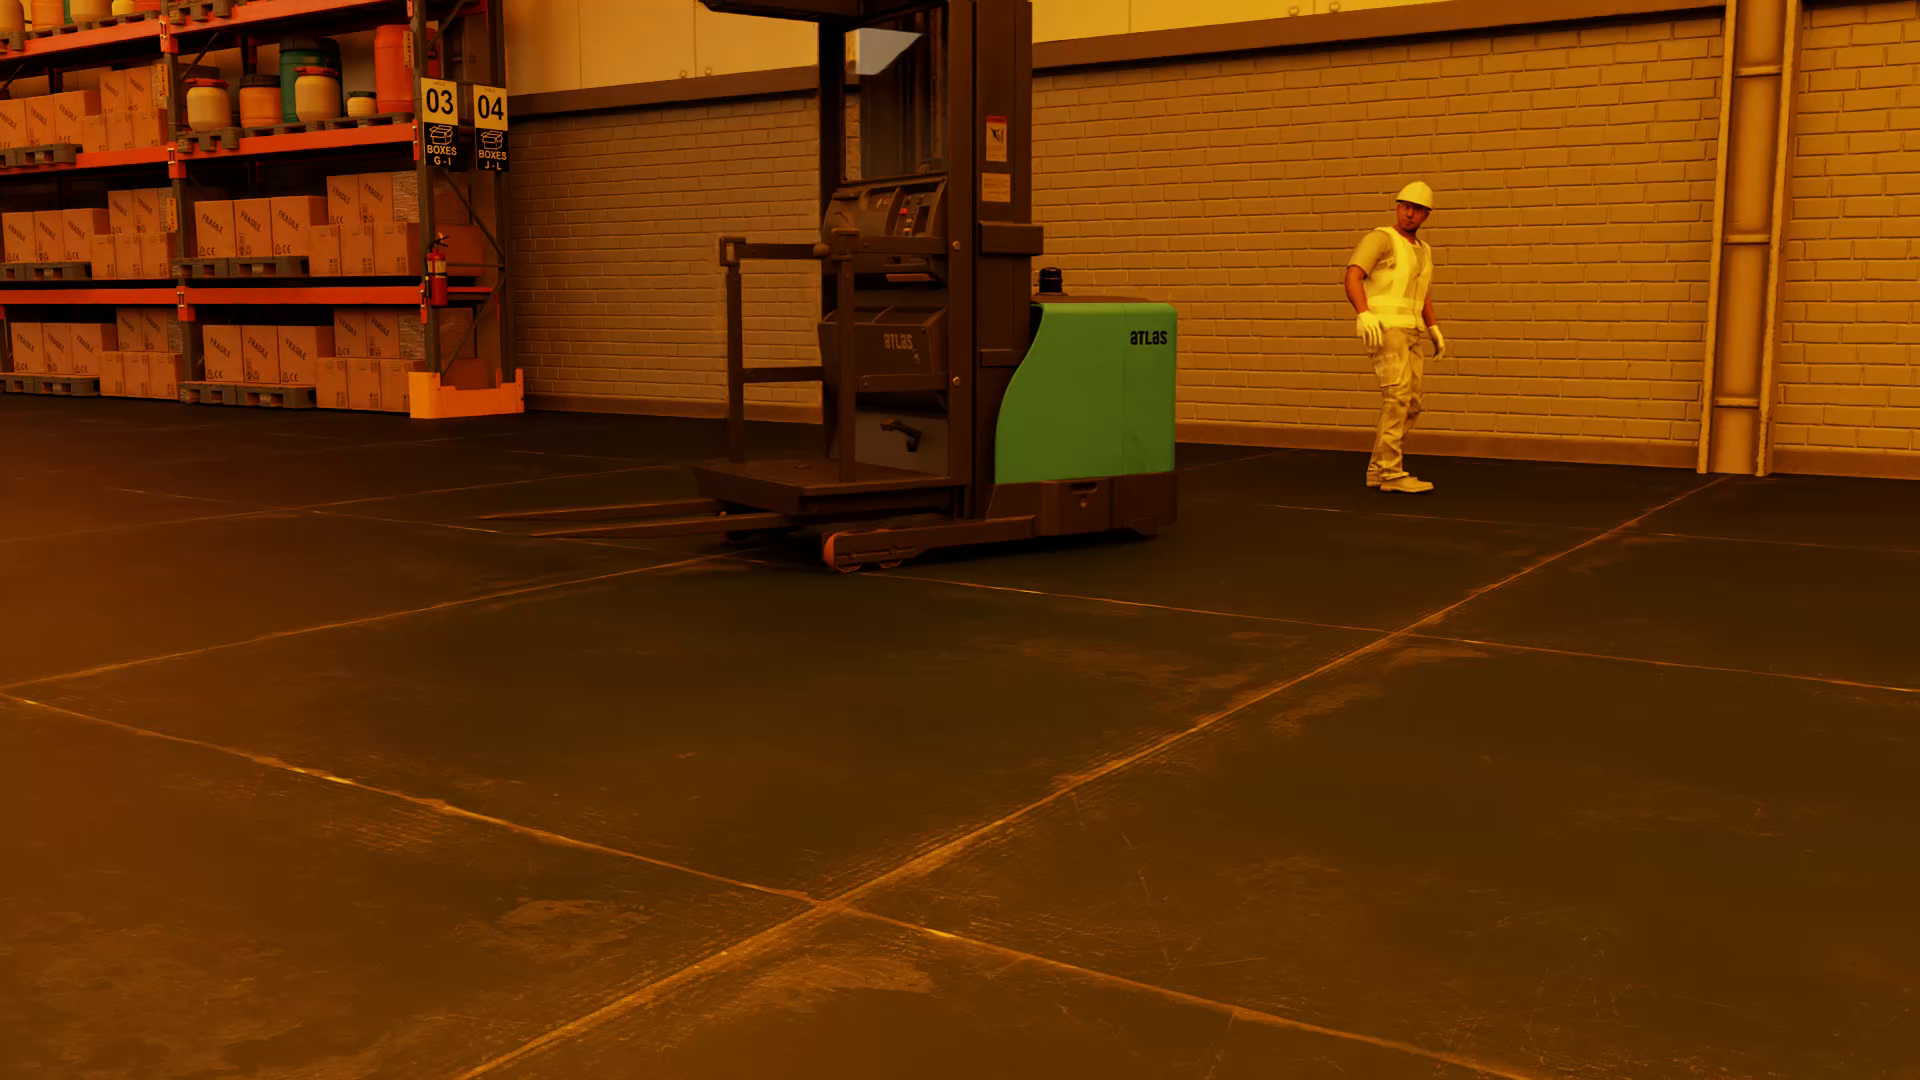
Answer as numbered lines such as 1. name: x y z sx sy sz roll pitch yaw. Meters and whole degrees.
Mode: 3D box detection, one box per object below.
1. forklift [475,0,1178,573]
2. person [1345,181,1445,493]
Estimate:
1. forklift: -0.507 -1.403 7.061 3.031 2.935 1.130 -5 10 -33
2. person: 2.571 -1.167 9.564 0.521 1.760 0.785 7 11 40
